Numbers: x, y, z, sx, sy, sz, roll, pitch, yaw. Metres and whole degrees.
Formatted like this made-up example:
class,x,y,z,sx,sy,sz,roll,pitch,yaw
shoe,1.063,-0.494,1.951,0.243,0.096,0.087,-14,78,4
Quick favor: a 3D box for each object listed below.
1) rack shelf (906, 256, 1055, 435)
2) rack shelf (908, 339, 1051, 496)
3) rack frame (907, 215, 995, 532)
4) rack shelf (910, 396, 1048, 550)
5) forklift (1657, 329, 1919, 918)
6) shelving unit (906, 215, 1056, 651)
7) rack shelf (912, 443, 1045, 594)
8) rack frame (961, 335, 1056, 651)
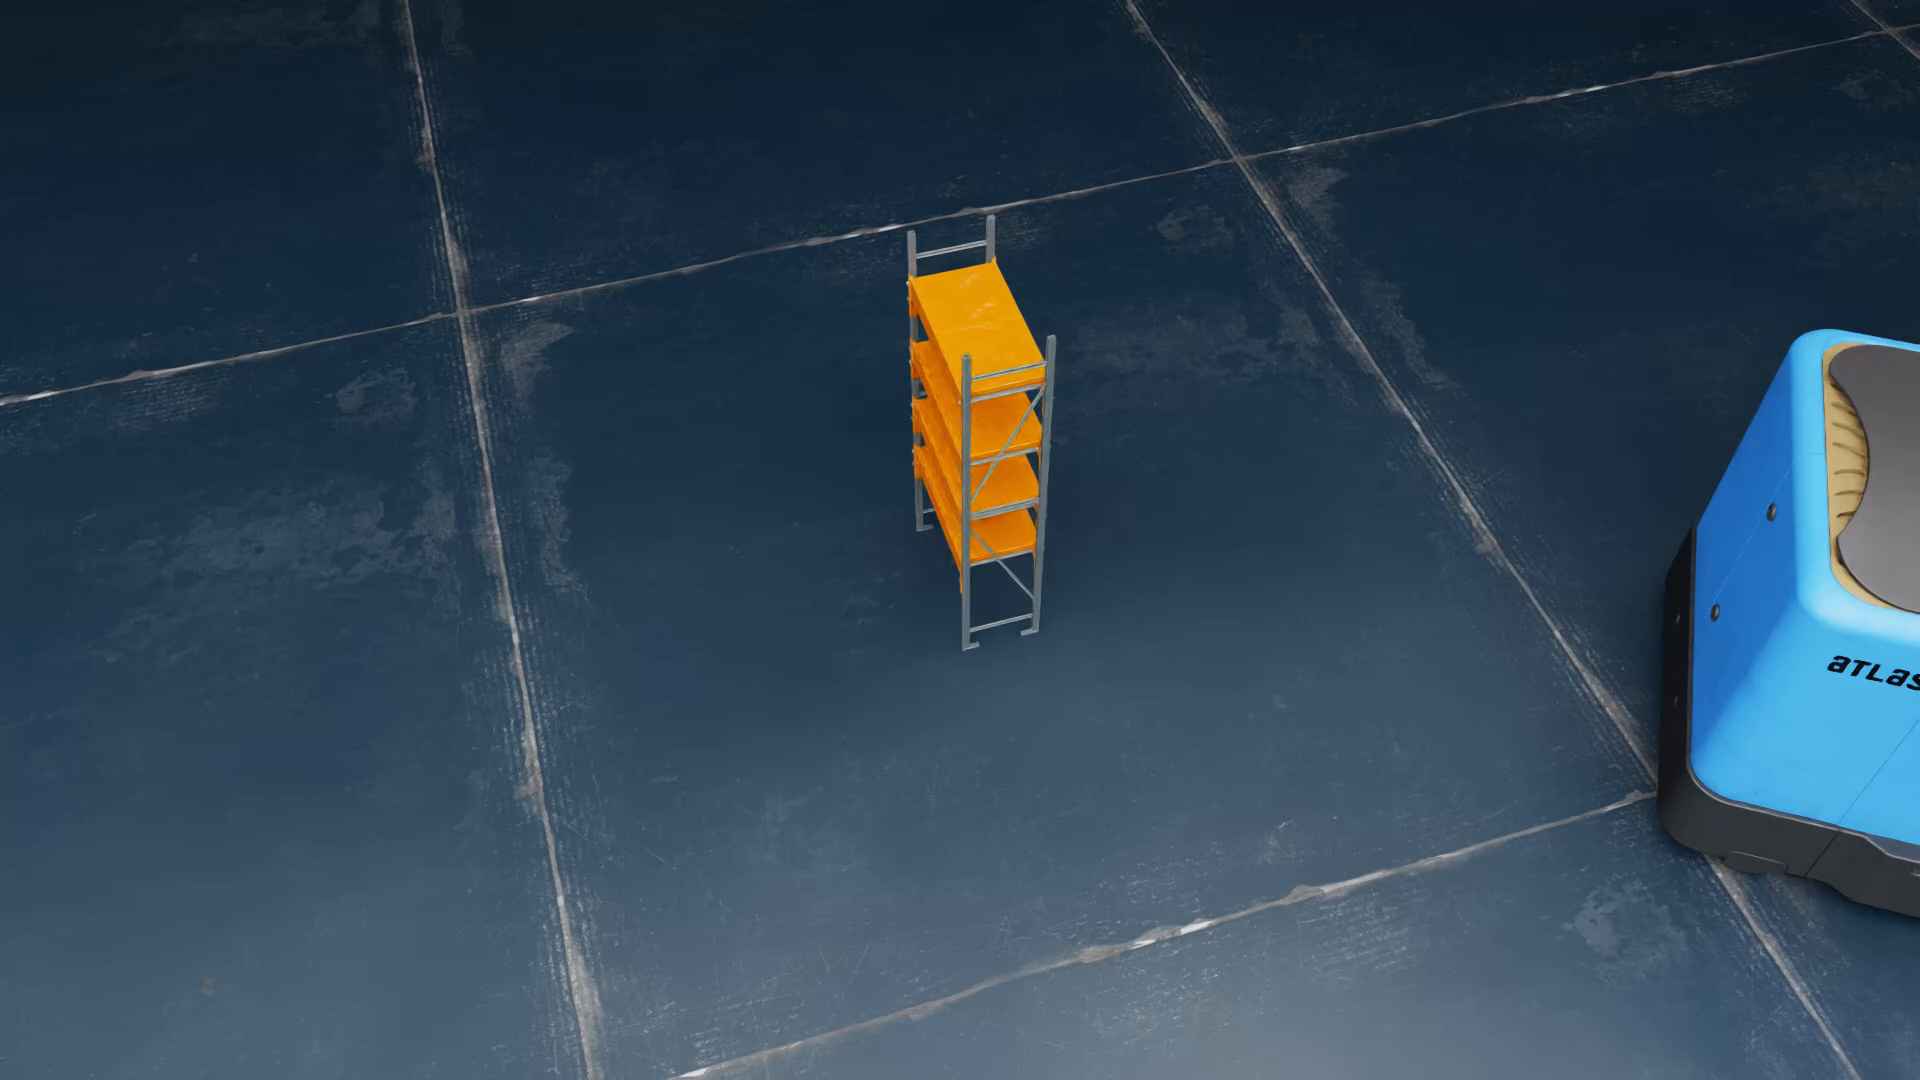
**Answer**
class,x,y,z,sx,sy,sz,roll,pitch,yaw
rack shelf,0.049,-0.519,4.389,0.258,0.148,0.480,-13,51,-11
rack shelf,0.049,-0.367,4.570,0.258,0.148,0.480,-13,51,-11
rack frame,-0.023,-0.444,4.840,0.240,1.200,0.015,-13,51,-11
rack shelf,0.049,-0.222,4.741,0.258,0.148,0.480,-13,51,-11
forklift,3.473,-0.137,3.448,3.031,2.935,1.130,13,51,11
shelving unit,0.049,-0.266,4.689,0.258,1.200,0.503,-13,51,-11
rack shelf,0.049,-0.094,4.893,0.258,0.148,0.480,-13,51,-11
rack frame,0.121,-0.088,4.539,0.240,1.200,0.015,-13,51,-11
